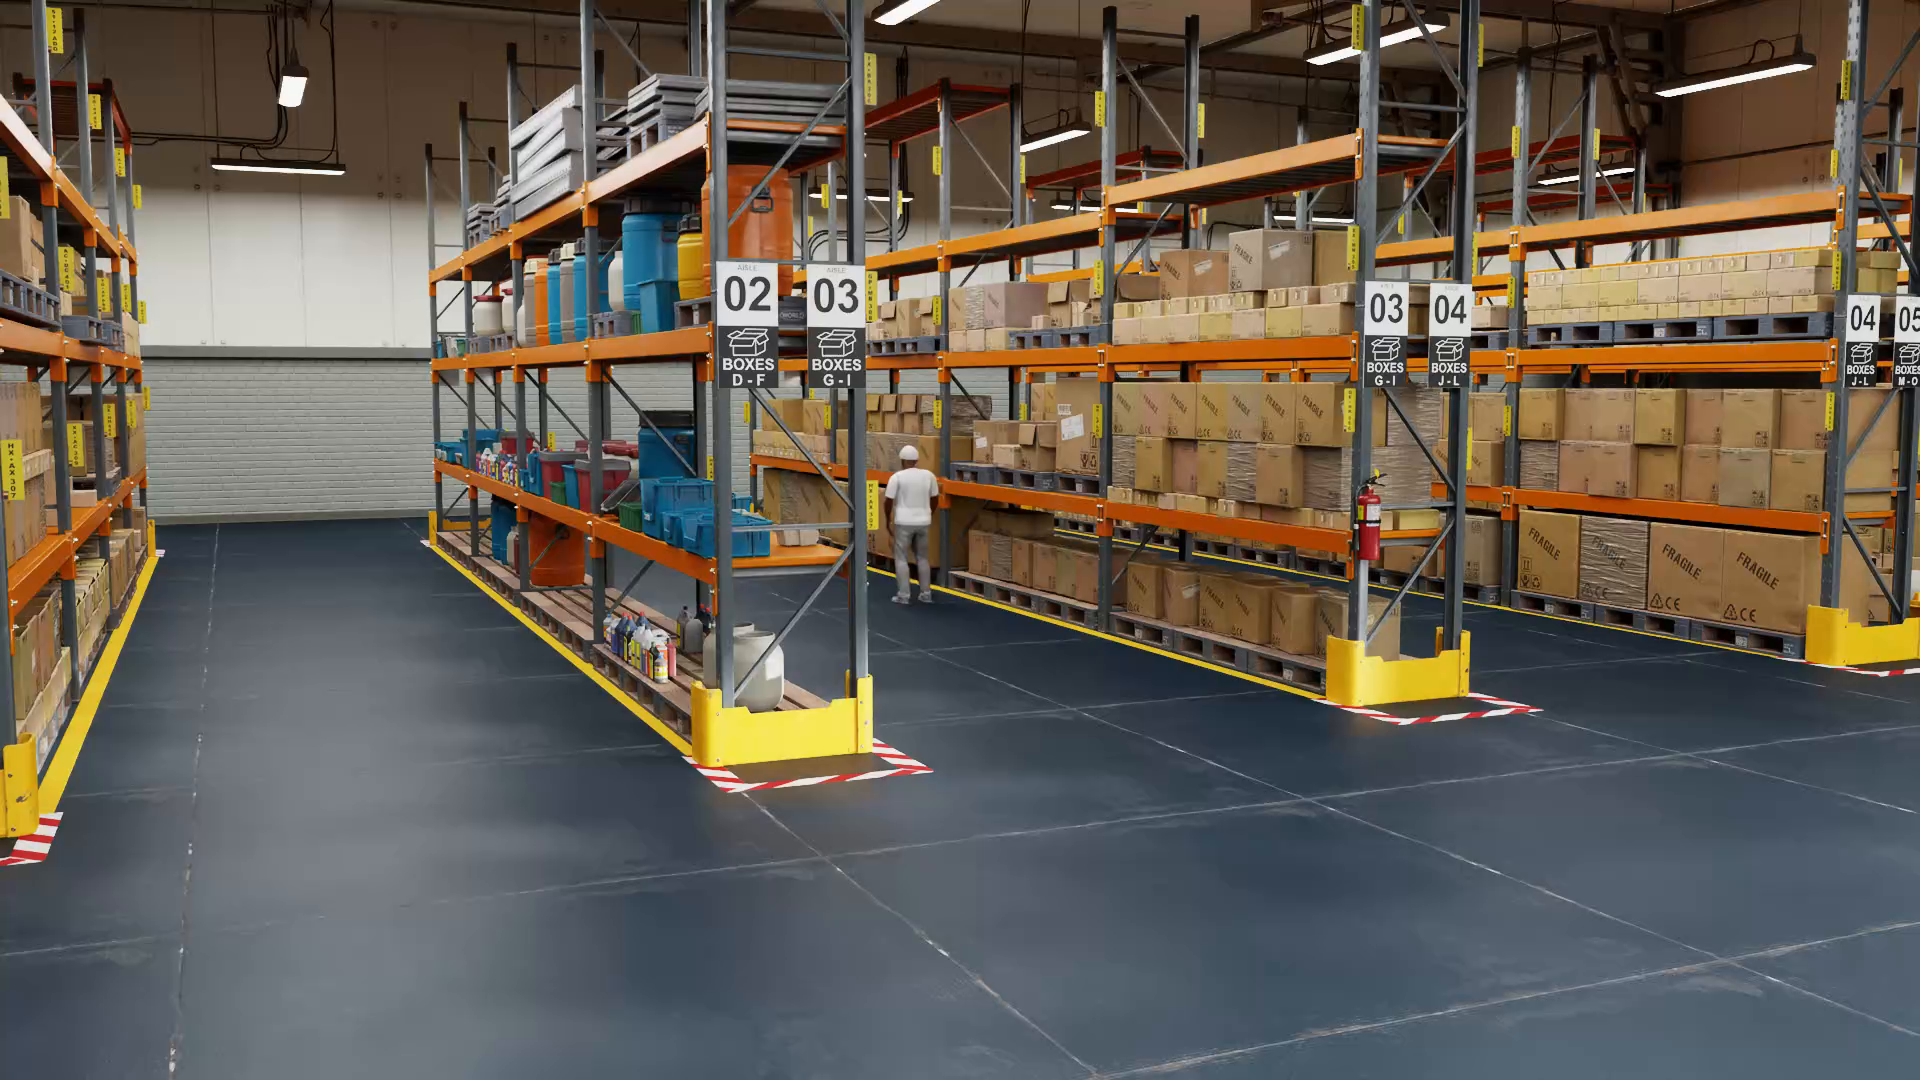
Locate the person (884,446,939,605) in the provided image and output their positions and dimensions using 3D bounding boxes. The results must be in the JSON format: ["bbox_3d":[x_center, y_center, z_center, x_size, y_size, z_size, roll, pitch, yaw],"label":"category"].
[{"bbox_3d":[-0.553,-0.175,18.569,0.636,1.756,0.434,-2,6,-23],"label":"person"}]
